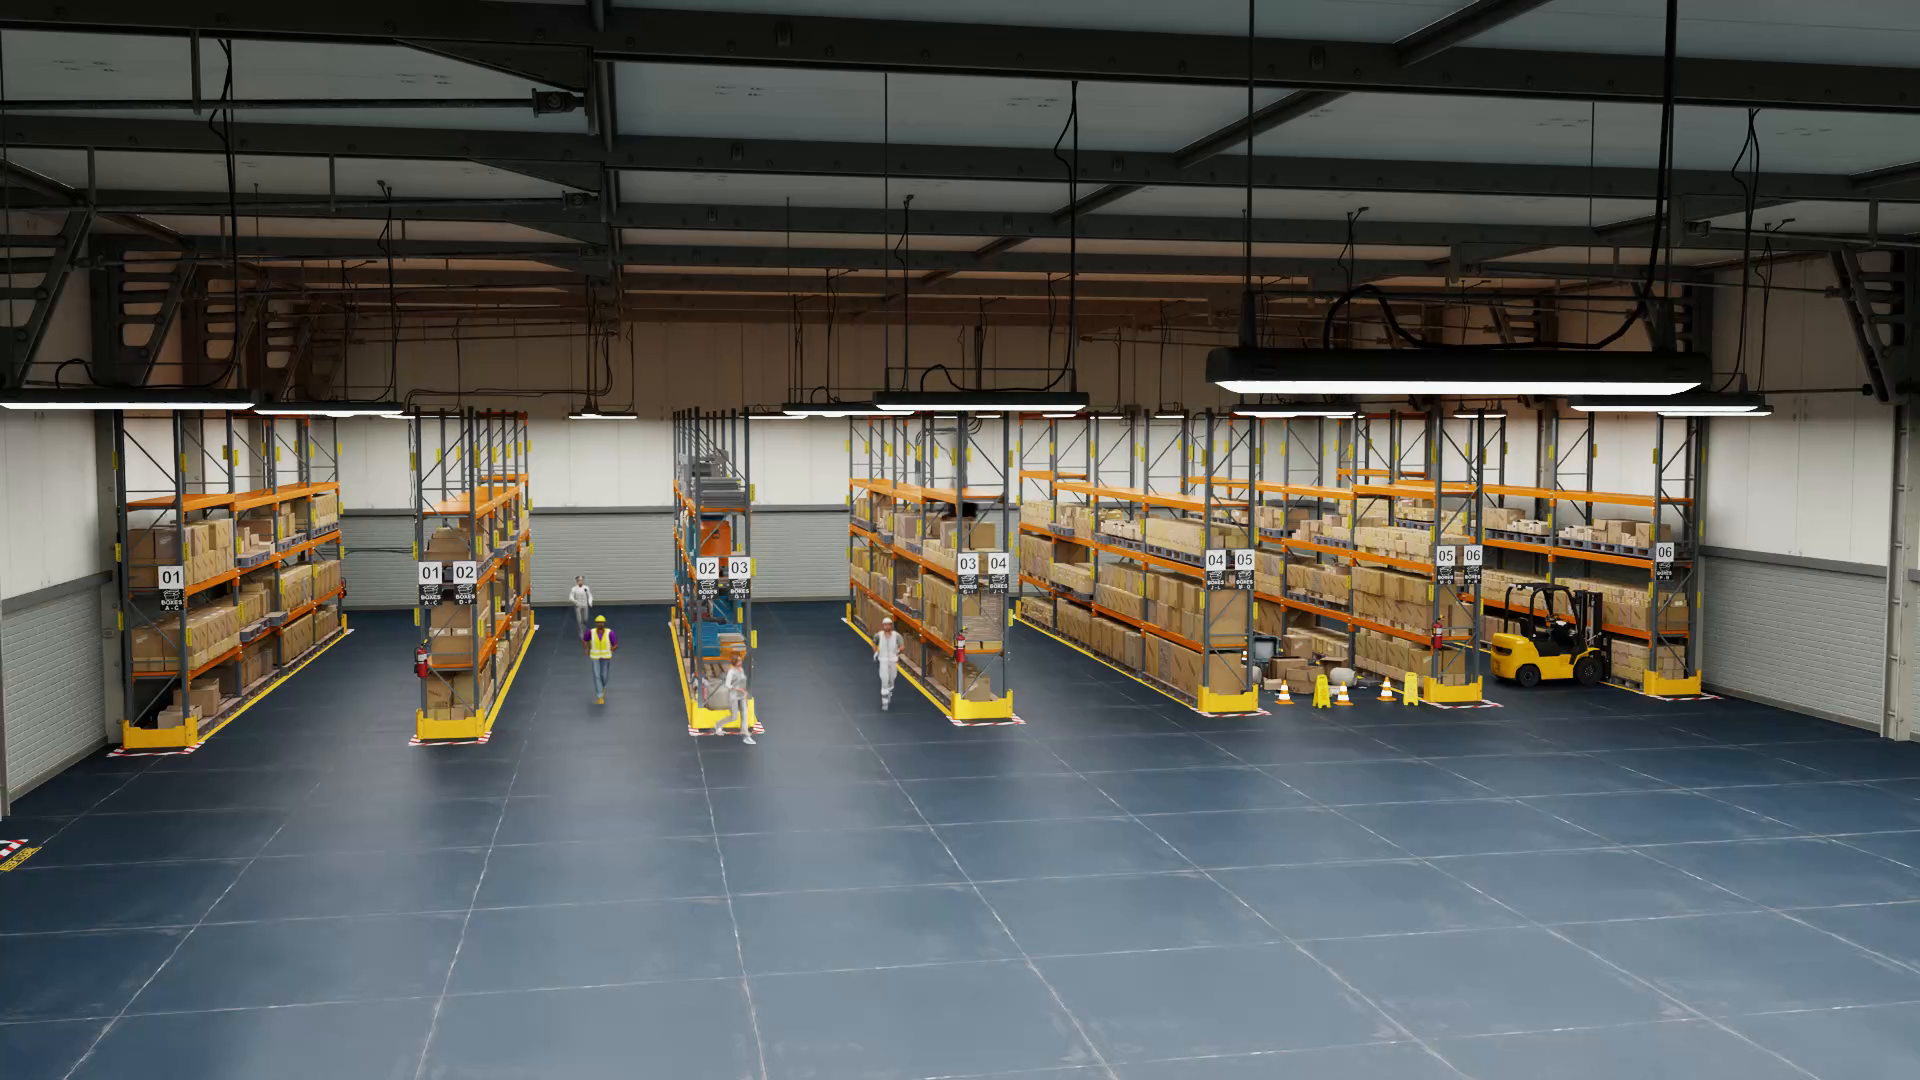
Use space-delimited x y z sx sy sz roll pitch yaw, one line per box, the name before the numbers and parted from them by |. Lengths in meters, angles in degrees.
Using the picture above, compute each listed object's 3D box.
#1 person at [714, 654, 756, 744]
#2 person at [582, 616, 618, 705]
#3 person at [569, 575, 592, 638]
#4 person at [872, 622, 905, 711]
person | -3.993 2.821 29.567 0.865 1.590 0.554 2 5 28
person | -7.334 2.423 33.946 0.700 1.774 0.972 -1 4 -16
person | -10.063 1.763 44.197 0.612 1.658 0.511 -2 4 -21
person | -1.419 2.464 33.174 0.641 1.757 0.924 -1 4 -8
